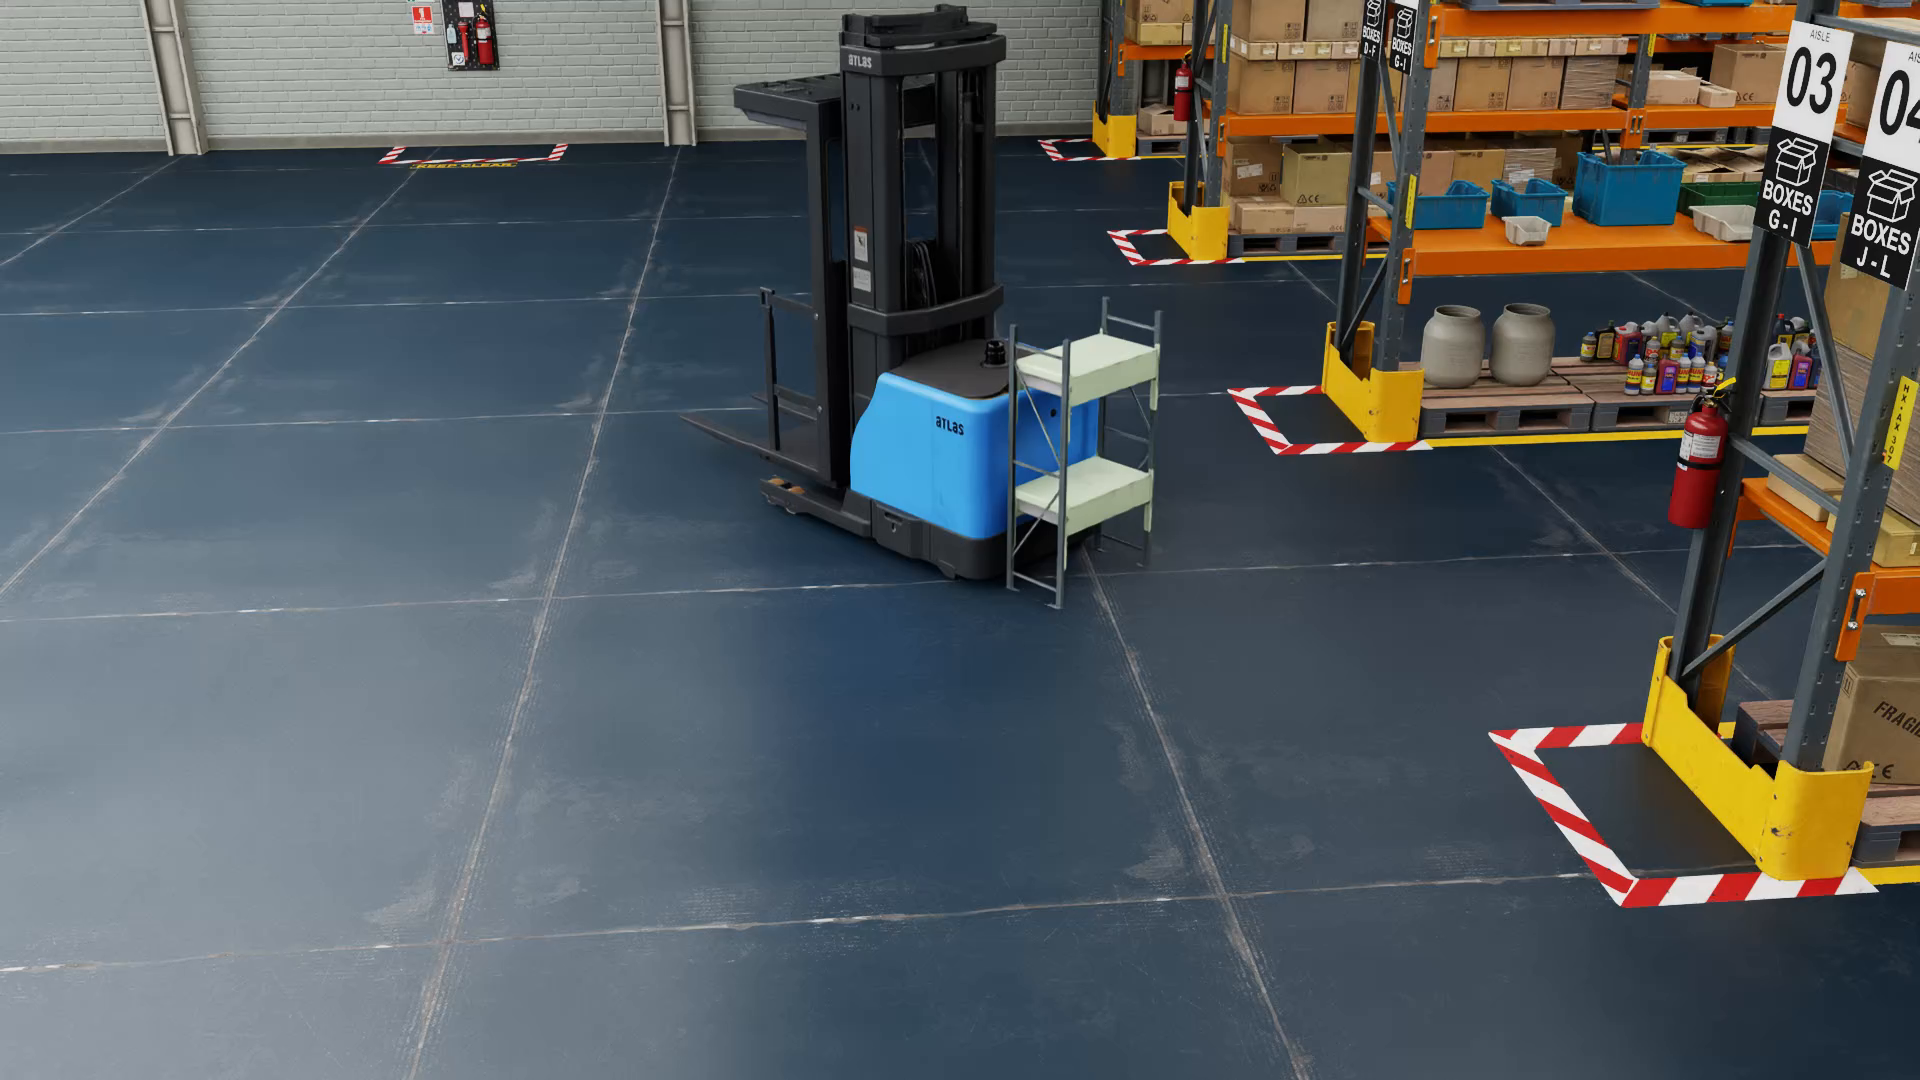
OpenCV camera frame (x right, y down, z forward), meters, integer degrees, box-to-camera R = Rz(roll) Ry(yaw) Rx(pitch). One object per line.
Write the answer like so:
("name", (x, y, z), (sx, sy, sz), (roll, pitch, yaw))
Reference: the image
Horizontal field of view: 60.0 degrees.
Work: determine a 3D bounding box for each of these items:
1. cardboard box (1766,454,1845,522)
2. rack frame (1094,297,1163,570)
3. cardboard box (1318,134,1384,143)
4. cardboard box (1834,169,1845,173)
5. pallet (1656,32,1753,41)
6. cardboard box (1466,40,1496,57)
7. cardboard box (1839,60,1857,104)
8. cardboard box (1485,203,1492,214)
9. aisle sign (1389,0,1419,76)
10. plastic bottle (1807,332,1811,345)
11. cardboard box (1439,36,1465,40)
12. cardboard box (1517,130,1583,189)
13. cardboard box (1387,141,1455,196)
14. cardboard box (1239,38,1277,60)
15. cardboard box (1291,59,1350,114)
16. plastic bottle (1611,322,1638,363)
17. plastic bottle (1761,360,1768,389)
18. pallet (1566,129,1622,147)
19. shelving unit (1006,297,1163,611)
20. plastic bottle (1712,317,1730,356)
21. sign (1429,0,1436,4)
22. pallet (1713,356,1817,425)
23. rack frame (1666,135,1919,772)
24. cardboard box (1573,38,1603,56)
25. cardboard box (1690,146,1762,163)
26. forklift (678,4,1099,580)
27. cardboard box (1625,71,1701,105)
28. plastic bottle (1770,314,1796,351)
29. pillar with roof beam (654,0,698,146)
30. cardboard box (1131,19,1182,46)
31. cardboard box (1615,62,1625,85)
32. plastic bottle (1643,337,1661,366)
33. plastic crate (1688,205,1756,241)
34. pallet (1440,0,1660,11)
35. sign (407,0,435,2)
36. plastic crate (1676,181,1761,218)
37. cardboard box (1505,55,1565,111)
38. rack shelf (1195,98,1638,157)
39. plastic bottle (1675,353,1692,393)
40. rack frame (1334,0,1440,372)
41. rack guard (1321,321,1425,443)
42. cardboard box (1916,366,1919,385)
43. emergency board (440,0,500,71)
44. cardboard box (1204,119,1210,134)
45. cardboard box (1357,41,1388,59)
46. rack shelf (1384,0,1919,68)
("cardboard box", (3.558, -0.220, 6.862), (0.250, 0.149, 0.380), (-2, 24, -5))
("rack frame", (0.923, -0.576, 9.200), (0.023, 1.500, 0.400), (-22, 32, -40))
("cardboard box", (3.823, -3.710, 16.349), (0.500, 0.500, 0.500), (-2, 24, -5))
("cardboard box", (8.271, -3.574, 16.275), (0.500, 0.311, 0.500), (-2, 24, -4))
("pallet", (9.097, -6.407, 20.708), (1.003, 0.211, 1.213), (-2, 24, -5))
("cardboard box", (4.792, -4.599, 15.482), (0.250, 0.149, 0.380), (-2, 24, -4))
("cardboard box", (8.618, -4.536, 16.139), (0.500, 0.500, 0.500), (-4, 24, -8))
("cardboard box", (4.871, -3.191, 16.104), (0.500, 0.250, 0.500), (-2, 24, -5))
("aisle sign", (2.765, -3.309, 10.301), (0.004, 0.787, 0.394), (-2, 24, -5))
("plastic bottle", (6.226, -1.481, 12.292), (0.097, 0.201, 0.097), (0, 24, 0))
("cardboard box", (4.366, -4.962, 15.501), (0.500, 0.500, 0.700), (-2, 24, -5))
("cardboard box", (5.813, -3.790, 16.530), (0.500, 0.500, 0.500), (-2, 24, -5))
("cardboard box", (4.373, -3.513, 15.906), (0.500, 0.500, 0.500), (-2, 24, -5))
("cardboard box", (2.736, -4.515, 15.294), (0.250, 0.149, 0.380), (-2, 24, -6))
("cardboard box", (3.313, -4.327, 15.668), (0.500, 0.500, 0.700), (-2, 24, -4))
("plastic bottle", (4.846, -1.448, 12.127), (0.135, 0.276, 0.152), (-2, 24, -5))
("plastic bottle", (5.501, -1.191, 11.548), (0.135, 0.276, 0.152), (-2, 24, -4))
("pallet", (7.806, -5.214, 21.220), (1.213, 0.211, 1.003), (-2, 24, -5))
("shelving unit", (0.664, -0.471, 8.963), (0.755, 1.500, 0.431), (-22, 32, -40))
("plastic bottle", (5.588, -1.500, 12.234), (0.133, 0.283, 0.061), (-1, 24, -3))
("sign", (2.858, -3.395, 9.990), (0.005, 0.325, 0.100), (-2, 24, -5))
("pallet", (6.116, -1.118, 12.005), (1.213, 0.211, 1.003), (-2, 24, -5))
("rack frame", (3.295, -0.240, 6.598), (0.127, 3.000, 1.000), (-2, 24, -5))
("cardboard box", (5.810, -4.640, 15.574), (0.250, 0.149, 0.380), (-3, 24, -6))
("cardboard box", (7.694, -3.770, 16.717), (0.500, 0.311, 0.500), (-2, 24, -5))
("forklift", (-0.586, -1.625, 9.798), (1.130, 2.935, 3.031), (-22, 32, -40))
("cardboard box", (6.791, -4.373, 16.080), (0.500, 0.250, 0.500), (-1, 24, -2))
("plastic bottle", (5.959, -1.470, 12.083), (0.185, 0.351, 0.144), (-2, 24, -5))
("pillar with roof beam", (-3.102, -7.386, 15.288), (0.400, 9.000, 9.100), (-2, 24, -5))
("cardboard box", (2.351, -6.078, 19.892), (0.500, 0.250, 0.500), (-3, 24, -7))
("cardboard box", (7.999, -5.898, 20.939), (0.500, 0.250, 0.500), (-2, 24, -5))
("plastic bottle", (5.015, -1.370, 12.043), (0.097, 0.201, 0.097), (0, 24, 0))
("plastic crate", (5.198, -2.114, 11.138), (0.437, 0.136, 0.530), (-2, 24, -5))
("pallet", (3.641, -3.520, 10.516), (1.213, 0.211, 1.003), (-2, 24, -5))
("sign", (-6.543, -6.576, 20.156), (0.331, 0.109, 0.001), (-2, 24, -5))
("plastic crate", (5.410, -2.365, 11.639), (0.662, 0.188, 0.450), (-2, 24, -5))
("cardboard box", (5.340, -4.406, 15.847), (0.500, 0.500, 0.700), (-3, 24, -6))
("rack shelf", (4.315, -3.996, 15.932), (4.000, 0.370, 1.077), (-2, 24, -5))
("plastic bottle", (4.984, -1.157, 11.477), (0.097, 0.271, 0.097), (0, 24, 0))
("rack frame", (2.808, -2.242, 11.102), (0.127, 3.000, 1.000), (-2, 24, -5))
("rack guard", (2.879, -1.122, 11.659), (0.348, 0.500, 1.175), (-2, 24, -5))
("cardboard box", (3.869, -0.791, 6.115), (0.500, 0.500, 0.500), (-2, 24, -5))
("emergency board", (-5.988, -6.302, 20.234), (0.643, 1.169, 0.194), (-2, 24, -5))
("cardboard box", (3.099, -5.233, 20.599), (0.500, 0.311, 0.500), (0, 24, -1))
("cardboard box", (3.764, -4.557, 15.388), (0.250, 0.149, 0.380), (-3, 24, -7))
("rack shelf", (4.798, -3.364, 10.818), (4.000, 0.370, 1.077), (-2, 24, -5))
